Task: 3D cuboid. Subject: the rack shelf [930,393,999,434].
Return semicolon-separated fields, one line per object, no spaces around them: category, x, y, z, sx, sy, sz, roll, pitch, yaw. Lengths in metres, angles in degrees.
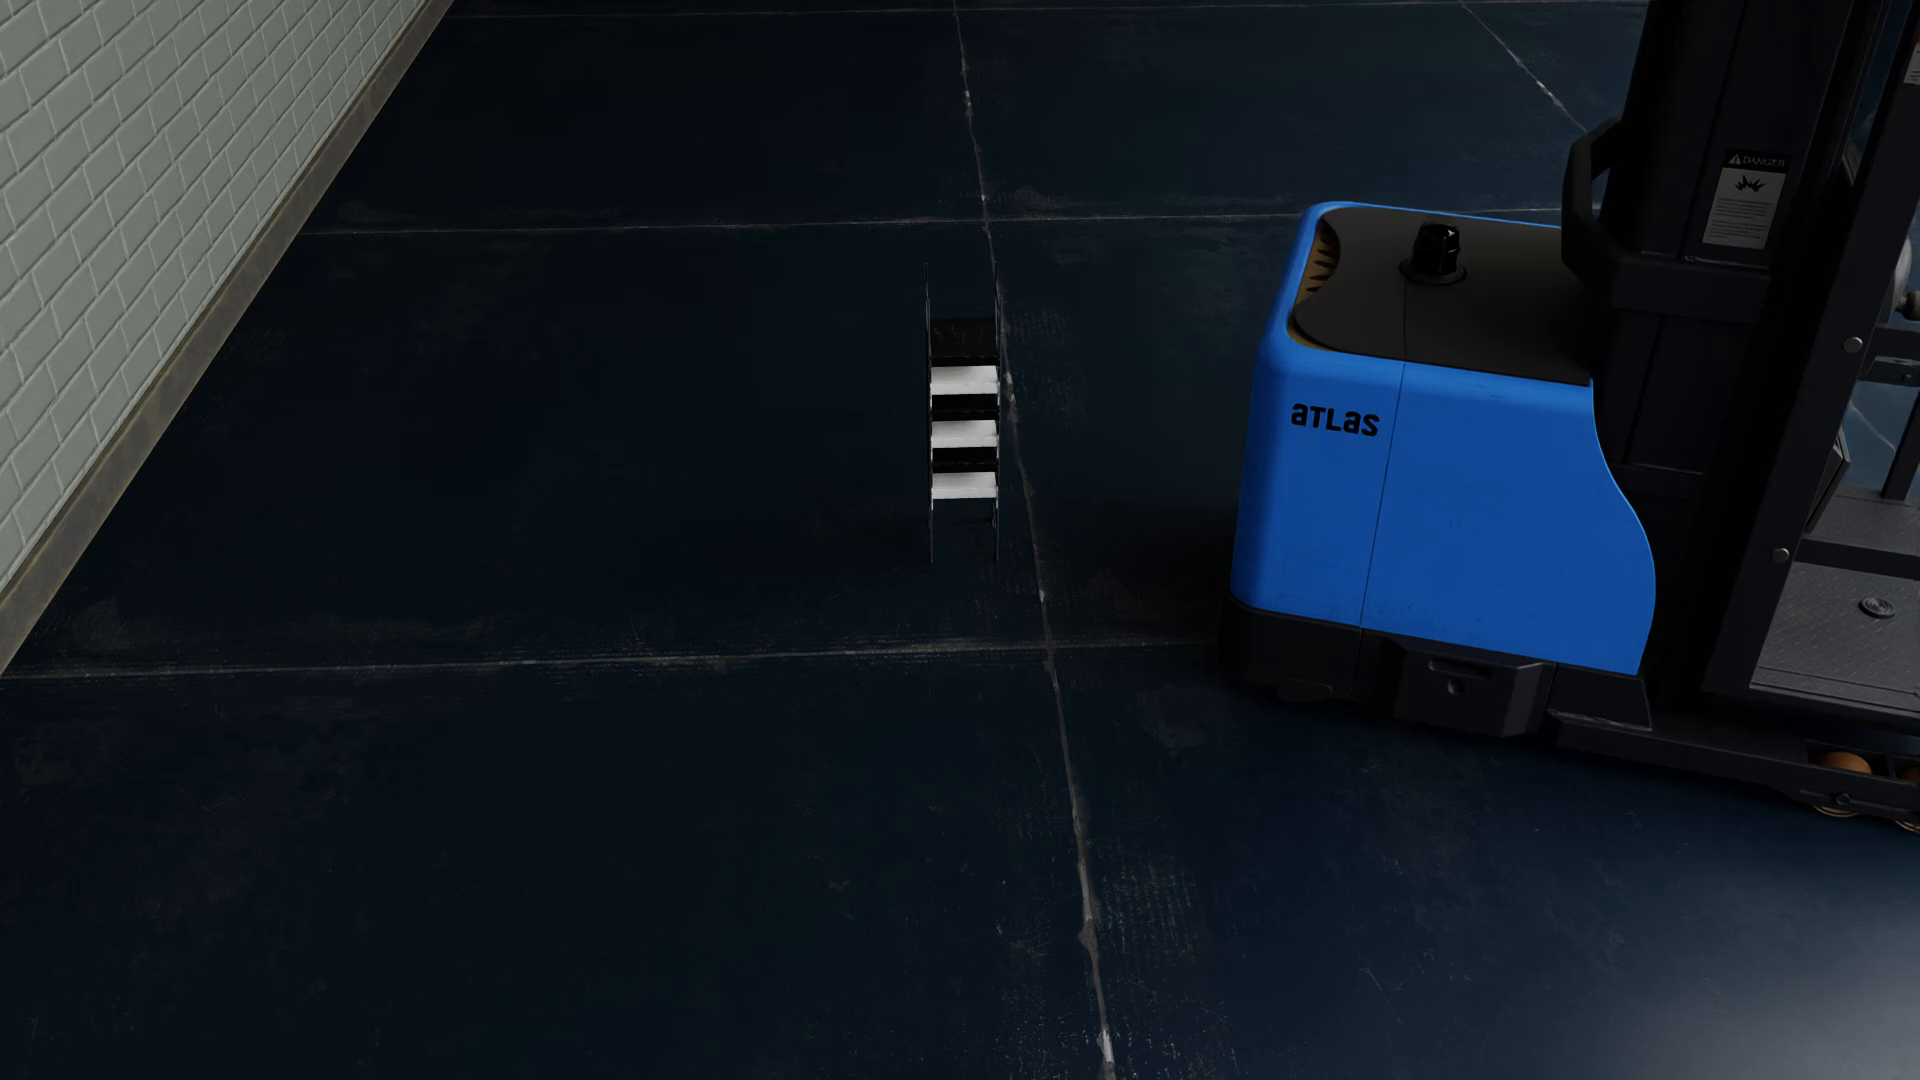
rack shelf;0.008;-0.417;4.962;0.200;0.077;0.258;-2;35;-2

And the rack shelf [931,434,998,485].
rack shelf;0.008;-0.269;5.064;0.200;0.077;0.258;-2;35;-2

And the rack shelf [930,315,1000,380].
rack shelf;0.008;-0.565;4.860;0.200;0.077;0.258;-2;35;-2

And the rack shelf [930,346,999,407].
rack shelf;0.008;-0.491;4.911;0.200;0.077;0.258;-2;35;-2

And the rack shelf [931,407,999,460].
rack shelf;0.008;-0.343;5.013;0.200;0.077;0.258;-2;35;-2

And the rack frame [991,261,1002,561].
rack frame;0.110;-0.373;4.998;0.006;0.900;0.240;-2;35;-2

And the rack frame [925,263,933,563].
rack frame;-0.093;-0.368;4.990;0.006;0.900;0.240;-2;35;-2

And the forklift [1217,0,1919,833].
forklift;2.293;-0.808;3.842;3.031;2.935;1.130;10;36;14

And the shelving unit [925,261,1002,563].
shelving unit;0.008;-0.370;4.994;0.210;0.900;0.258;-2;35;-2

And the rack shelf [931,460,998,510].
rack shelf;0.008;-0.195;5.116;0.200;0.077;0.258;-2;35;-2
